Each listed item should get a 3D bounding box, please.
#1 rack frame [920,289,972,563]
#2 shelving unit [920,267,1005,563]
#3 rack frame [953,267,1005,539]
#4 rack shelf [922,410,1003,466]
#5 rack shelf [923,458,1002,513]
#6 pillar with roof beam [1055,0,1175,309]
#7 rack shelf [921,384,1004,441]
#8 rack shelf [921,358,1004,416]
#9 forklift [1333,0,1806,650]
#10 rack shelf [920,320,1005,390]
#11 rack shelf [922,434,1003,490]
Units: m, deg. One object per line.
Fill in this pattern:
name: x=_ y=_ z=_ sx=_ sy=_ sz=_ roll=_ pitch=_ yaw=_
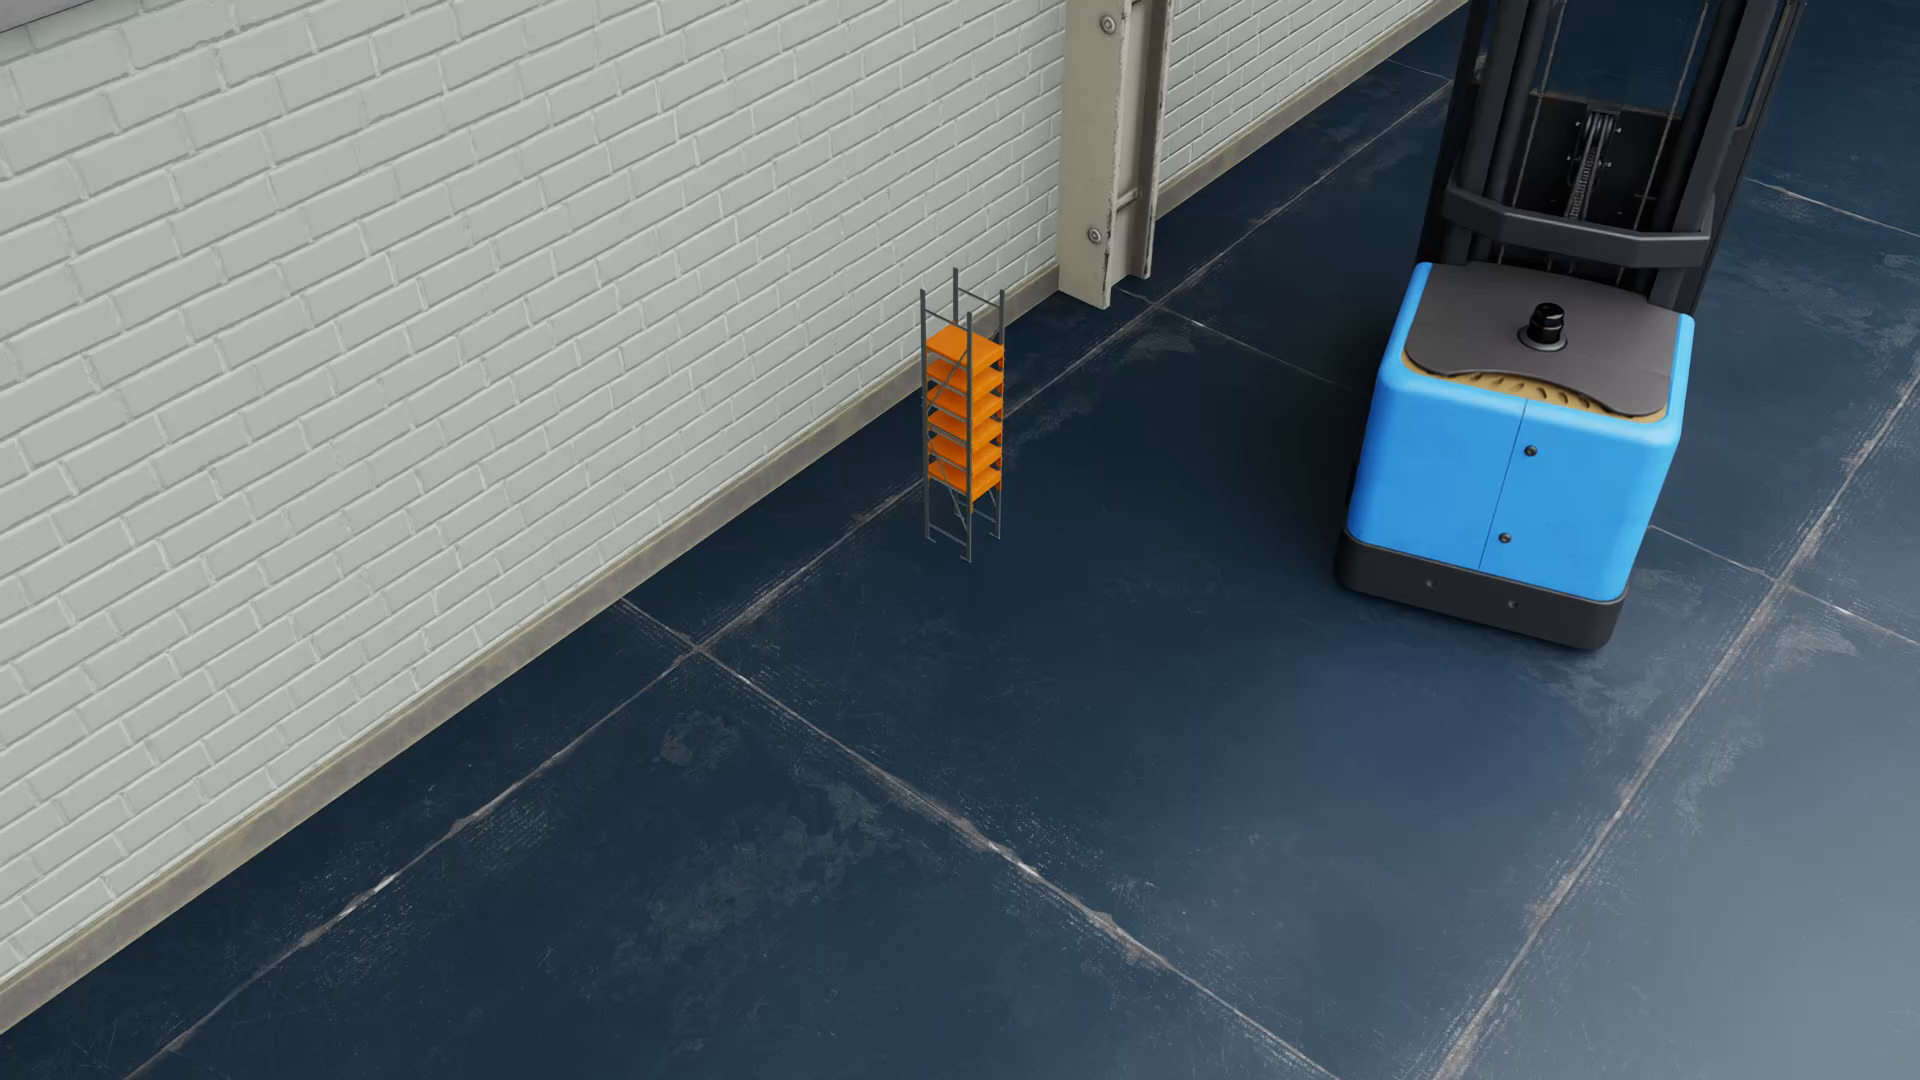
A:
rack frame: x=-0.050 y=-0.404 z=6.303 sx=0.240 sy=1.200 sz=0.006 roll=29 pitch=50 yaw=28
shelving unit: x=0.009 y=-0.451 z=6.355 sx=0.258 sy=1.200 sz=0.189 roll=29 pitch=50 yaw=28
rack frame: x=0.068 y=-0.498 z=6.406 sx=0.240 sy=1.200 sz=0.006 roll=29 pitch=50 yaw=28
rack shelf: x=0.009 y=-0.419 z=6.384 sx=0.258 sy=0.103 sz=0.180 roll=29 pitch=50 yaw=28
rack shelf: x=0.009 y=-0.241 z=6.546 sx=0.258 sy=0.103 sz=0.180 roll=29 pitch=50 yaw=28
pillar with roof beam: x=3.991 y=-2.735 z=3.069 sx=9.100 sy=9.000 sz=0.400 roll=29 pitch=50 yaw=28
rack shelf: x=0.009 y=-0.507 z=6.304 sx=0.258 sy=0.103 sz=0.180 roll=29 pitch=50 yaw=28
rack shelf: x=0.009 y=-0.596 z=6.223 sx=0.258 sy=0.103 sz=0.180 roll=29 pitch=50 yaw=28
forklift: x=2.475 y=-1.678 z=6.416 sx=1.130 sy=2.935 sz=3.031 roll=15 pitch=44 yaw=16
rack shelf: x=0.009 y=-0.685 z=6.142 sx=0.258 sy=0.103 sz=0.180 roll=29 pitch=50 yaw=28
rack shelf: x=0.009 y=-0.330 z=6.465 sx=0.258 sy=0.103 sz=0.180 roll=29 pitch=50 yaw=28
